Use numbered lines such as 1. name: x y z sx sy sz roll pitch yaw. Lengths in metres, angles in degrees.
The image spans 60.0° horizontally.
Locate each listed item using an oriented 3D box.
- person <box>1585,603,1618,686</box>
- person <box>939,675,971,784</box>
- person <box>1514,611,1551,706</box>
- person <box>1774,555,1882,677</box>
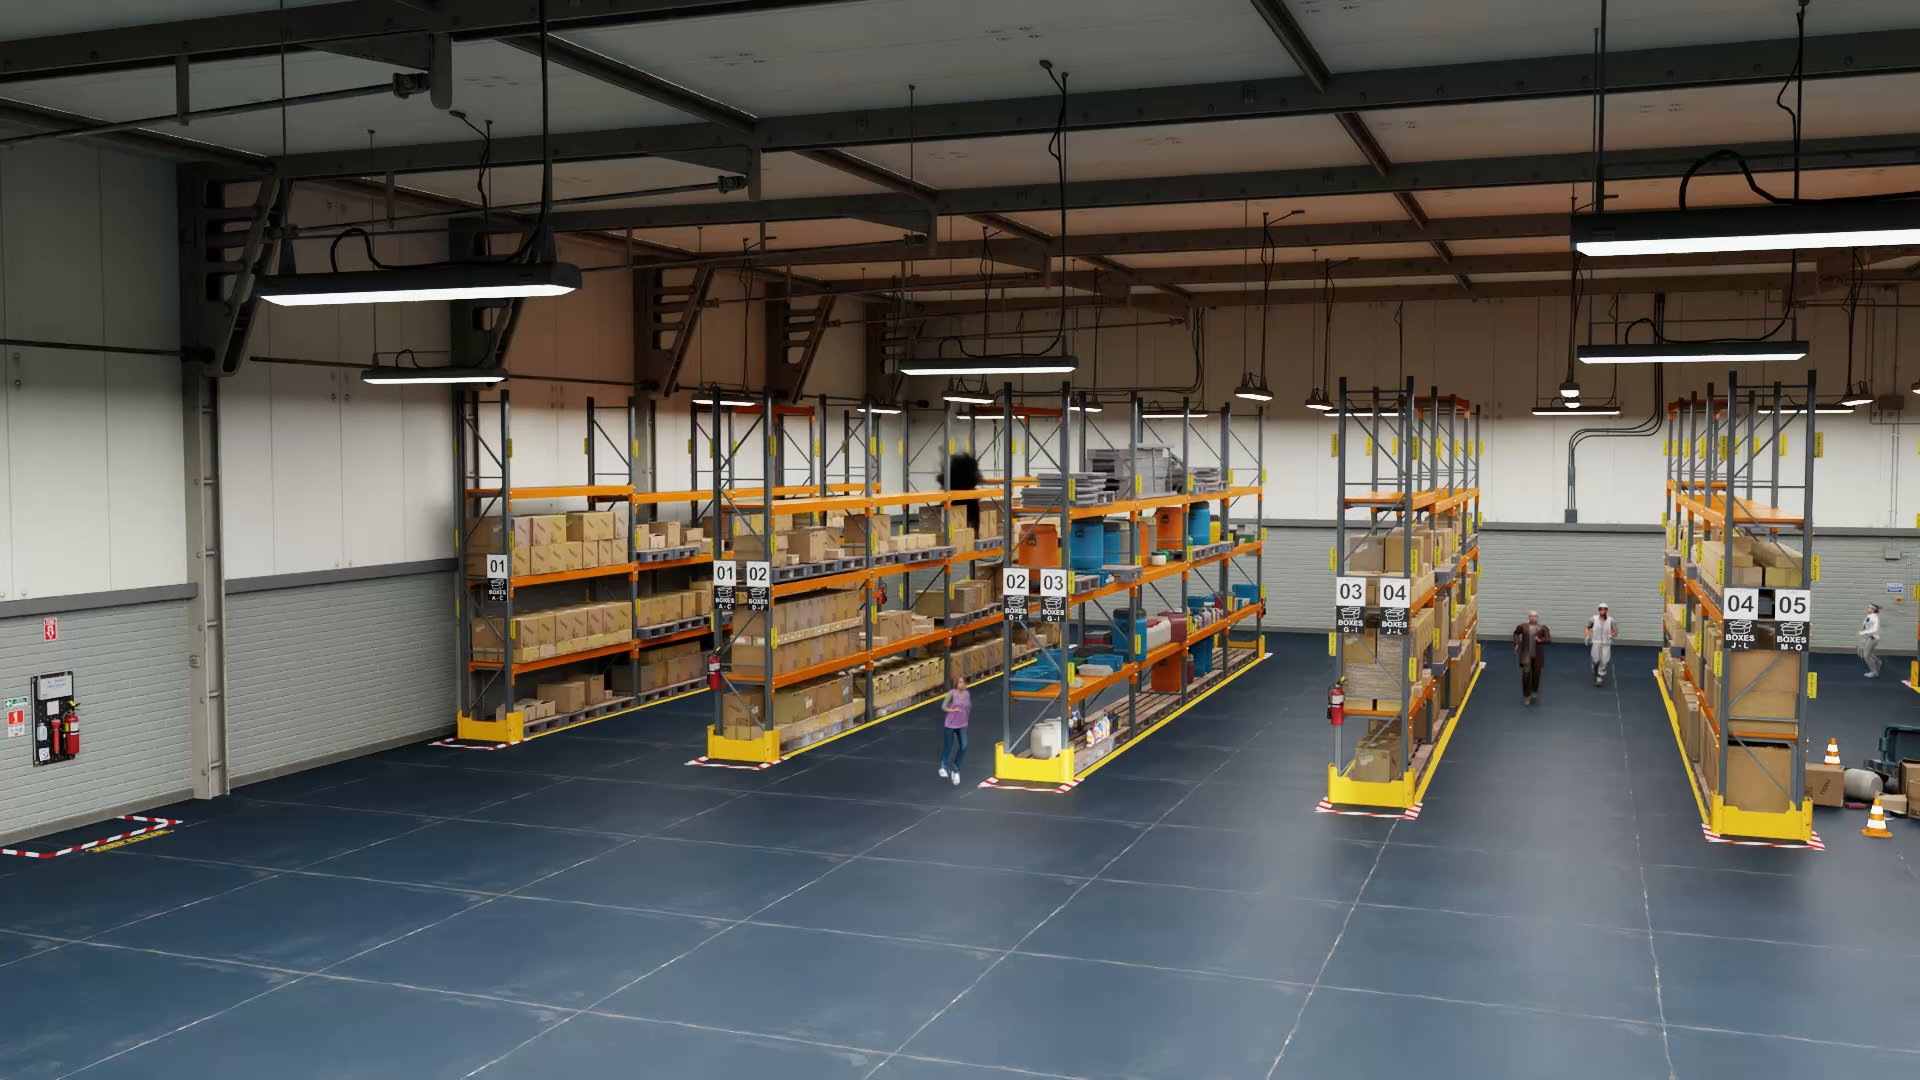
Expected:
1. person: 13.506 2.202 35.010 0.654 1.740 0.589 1 3 18
2. person: -0.041 2.839 24.982 0.536 1.635 0.686 -1 3 -20
3. person: 11.251 2.302 32.704 0.681 1.837 0.903 1 3 15
4. person: 15.448 1.601 29.134 4.178 3.609 17.362 1 3 19
